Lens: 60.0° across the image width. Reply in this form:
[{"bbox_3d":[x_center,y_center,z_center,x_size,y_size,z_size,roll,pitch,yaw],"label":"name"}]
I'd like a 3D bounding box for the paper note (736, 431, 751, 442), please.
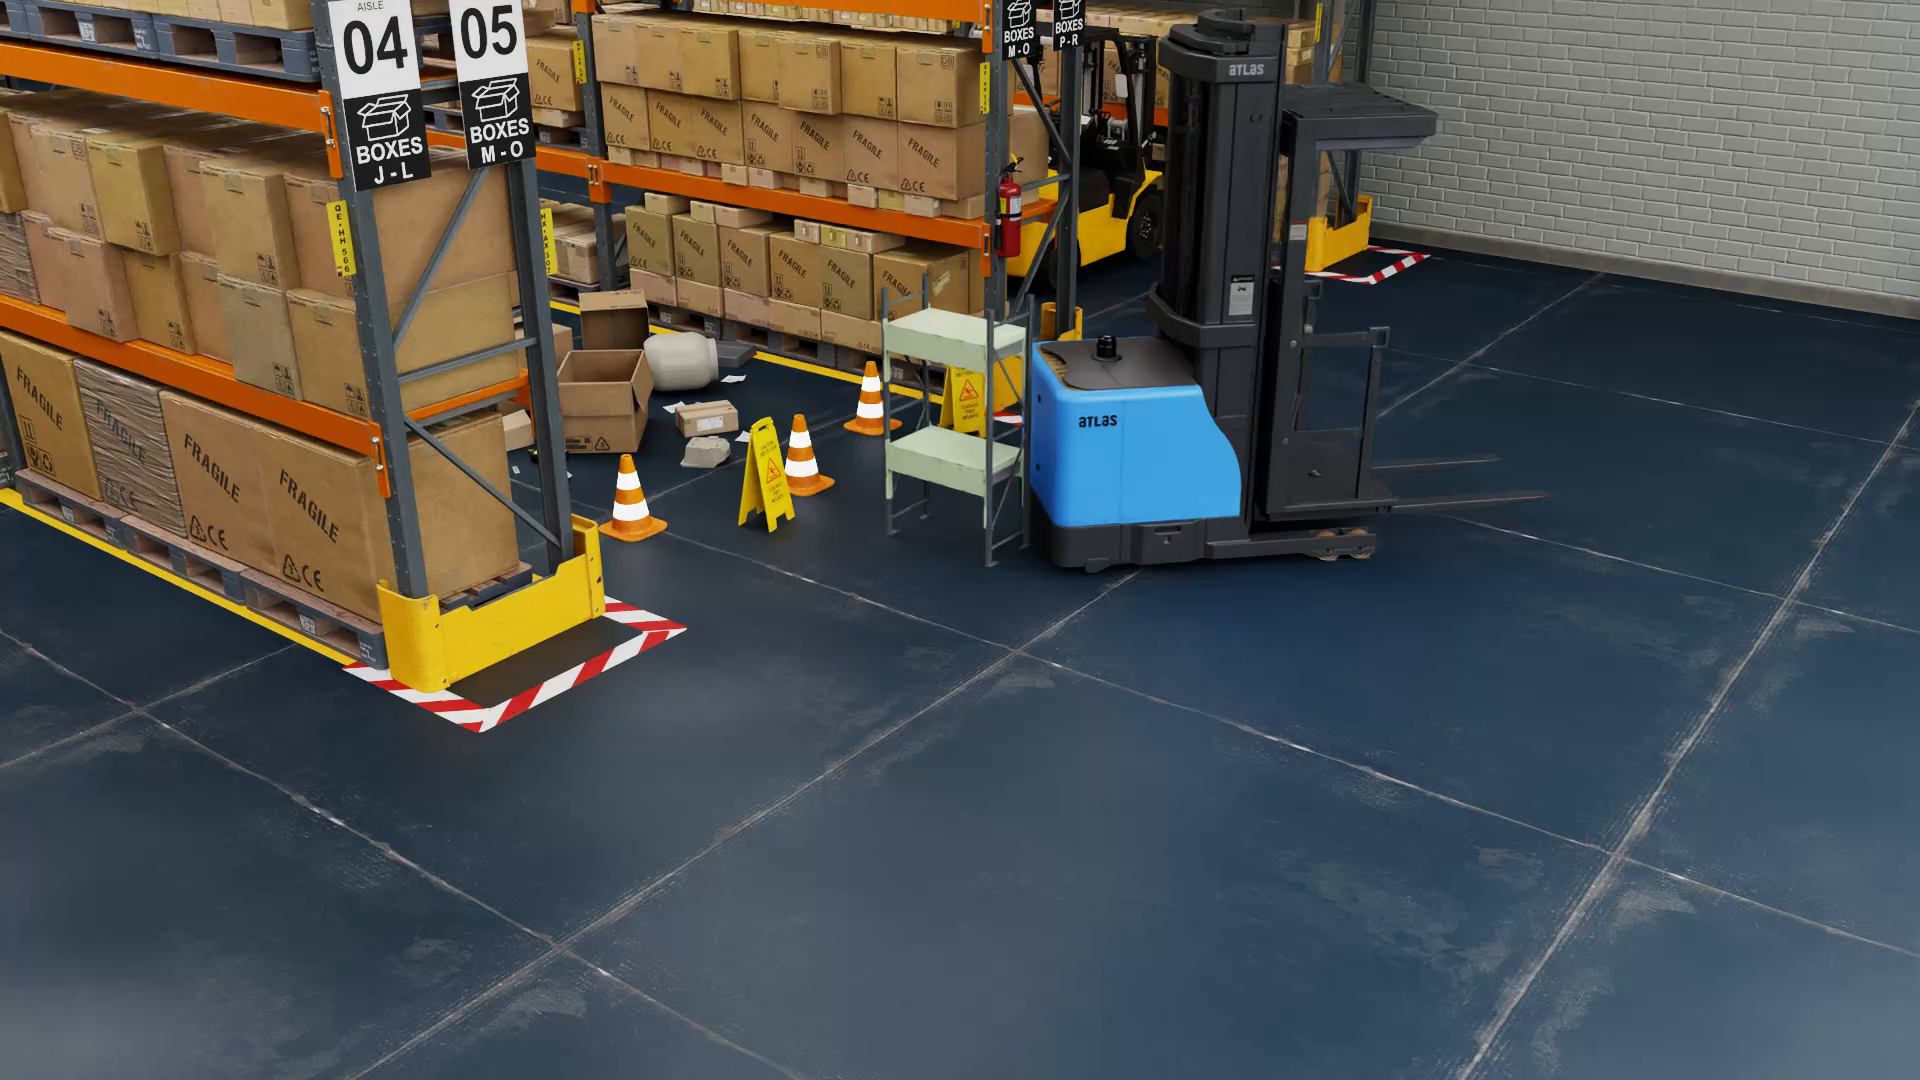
[{"bbox_3d":[-1.437,-0.704,11.310,0.142,0.019,0.148,7,25,15],"label":"paper note"}]

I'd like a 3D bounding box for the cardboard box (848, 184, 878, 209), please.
[{"bbox_3d":[-0.600,-2.529,12.082,0.250,0.149,0.380,17,29,34],"label":"cardboard box"}]

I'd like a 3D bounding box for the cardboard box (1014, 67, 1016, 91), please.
[{"bbox_3d":[0.485,-4.900,17.027,0.500,0.500,0.500,16,28,32],"label":"cardboard box"}]

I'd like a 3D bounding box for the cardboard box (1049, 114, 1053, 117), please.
[{"bbox_3d":[0.796,-4.381,17.621,0.500,0.250,0.500,17,29,34],"label":"cardboard box"}]

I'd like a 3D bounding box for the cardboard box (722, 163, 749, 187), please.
[{"bbox_3d":[-1.610,-2.836,12.779,0.250,0.149,0.380,17,29,34],"label":"cardboard box"}]

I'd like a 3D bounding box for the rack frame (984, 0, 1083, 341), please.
[{"bbox_3d":[0.513,-2.476,11.650,0.127,3.000,1.000,17,29,33],"label":"rack frame"}]

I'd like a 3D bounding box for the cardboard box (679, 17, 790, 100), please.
[{"bbox_3d":[-1.684,-3.646,12.571,0.500,0.500,0.700,16,28,32],"label":"cardboard box"}]

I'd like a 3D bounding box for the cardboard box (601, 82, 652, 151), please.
[{"bbox_3d":[-2.503,-3.429,13.319,0.500,0.500,0.500,17,29,33],"label":"cardboard box"}]

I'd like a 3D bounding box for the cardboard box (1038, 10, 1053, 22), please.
[{"bbox_3d":[0.981,-5.163,16.451,0.250,0.149,0.380,18,29,34],"label":"cardboard box"}]

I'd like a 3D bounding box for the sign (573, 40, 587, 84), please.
[{"bbox_3d":[-3.018,-3.793,13.203,0.005,0.325,0.100,17,29,33],"label":"sign"}]

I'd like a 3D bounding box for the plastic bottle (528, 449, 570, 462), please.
[{"bbox_3d":[-2.726,-0.554,10.932,0.283,0.061,0.133,7,25,15],"label":"plastic bottle"}]

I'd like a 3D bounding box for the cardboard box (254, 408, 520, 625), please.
[{"bbox_3d":[-2.957,-0.217,8.637,0.875,0.875,0.875,17,29,34],"label":"cardboard box"}]

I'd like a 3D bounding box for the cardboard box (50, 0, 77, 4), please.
[{"bbox_3d":[-4.271,-2.752,8.222,0.250,0.149,0.380,17,29,34],"label":"cardboard box"}]

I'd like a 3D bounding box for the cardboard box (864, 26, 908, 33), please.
[{"bbox_3d":[-0.676,-5.364,17.771,0.500,0.250,0.500,16,28,32],"label":"cardboard box"}]

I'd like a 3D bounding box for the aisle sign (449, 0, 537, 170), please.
[{"bbox_3d":[-2.138,-2.124,7.626,0.004,0.787,0.394,17,29,33],"label":"aisle sign"}]

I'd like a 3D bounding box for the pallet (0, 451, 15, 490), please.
[{"bbox_3d":[-6.238,-0.708,11.095,1.213,0.211,1.003,17,29,33],"label":"pallet"}]

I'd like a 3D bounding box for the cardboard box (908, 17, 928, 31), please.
[{"bbox_3d":[-0.338,-5.456,17.484,0.250,0.149,0.380,16,29,33],"label":"cardboard box"}]

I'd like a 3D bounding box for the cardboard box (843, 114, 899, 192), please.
[{"bbox_3d":[-0.484,-2.823,11.944,0.500,0.500,0.500,17,29,33],"label":"cardboard box"}]

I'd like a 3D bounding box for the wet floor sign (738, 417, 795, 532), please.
[{"bbox_3d":[-1.164,-0.409,9.878,0.232,0.644,0.267,12,26,24],"label":"wet floor sign"}]

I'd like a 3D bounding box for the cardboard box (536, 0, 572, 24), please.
[{"bbox_3d":[-4.820,-6.714,20.623,0.500,0.500,0.700,17,29,33],"label":"cardboard box"}]

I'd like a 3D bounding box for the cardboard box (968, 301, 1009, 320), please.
[{"bbox_3d":[0.034,-1.694,12.765,0.500,0.250,0.500,17,29,33],"label":"cardboard box"}]

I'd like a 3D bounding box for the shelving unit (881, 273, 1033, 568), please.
[{"bbox_3d":[-0.019,-0.685,9.444,0.755,1.500,0.431,17,29,34],"label":"shelving unit"}]

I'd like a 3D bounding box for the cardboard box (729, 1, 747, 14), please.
[{"bbox_3d":[-2.401,-6.066,18.868,0.250,0.149,0.380,18,29,35],"label":"cardboard box"}]

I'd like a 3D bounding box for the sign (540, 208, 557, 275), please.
[{"bbox_3d":[-2.037,-1.465,8.182,0.005,0.325,0.100,17,29,33],"label":"sign"}]

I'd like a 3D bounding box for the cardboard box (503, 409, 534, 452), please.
[{"bbox_3d":[-3.095,-0.749,11.121,0.396,0.266,0.258,-21,31,-39],"label":"cardboard box"}]

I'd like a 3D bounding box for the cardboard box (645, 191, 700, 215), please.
[{"bbox_3d":[-2.313,-2.738,13.399,0.250,0.149,0.380,17,29,34],"label":"cardboard box"}]

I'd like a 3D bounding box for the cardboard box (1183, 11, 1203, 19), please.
[{"bbox_3d":[2.372,-5.056,16.208,0.250,0.149,0.380,16,28,32],"label":"cardboard box"}]

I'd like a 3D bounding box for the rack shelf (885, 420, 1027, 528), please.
[{"bbox_3d":[-0.019,-0.386,9.575,0.720,0.370,0.431,17,29,34],"label":"rack shelf"}]

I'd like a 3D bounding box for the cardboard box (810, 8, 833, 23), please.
[{"bbox_3d":[-1.419,-5.738,18.124,0.250,0.149,0.380,16,28,32],"label":"cardboard box"}]

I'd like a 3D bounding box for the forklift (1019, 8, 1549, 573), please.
[{"bbox_3d":[1.920,-1.426,9.352,3.031,2.935,1.130,-4,24,-9],"label":"forklift"}]

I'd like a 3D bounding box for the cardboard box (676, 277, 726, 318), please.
[{"bbox_3d":[-1.943,-2.022,13.508,0.500,0.250,0.500,19,30,36],"label":"cardboard box"}]

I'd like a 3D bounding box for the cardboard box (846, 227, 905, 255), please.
[{"bbox_3d":[-0.618,-2.227,12.238,0.250,0.149,0.380,18,29,35],"label":"cardboard box"}]

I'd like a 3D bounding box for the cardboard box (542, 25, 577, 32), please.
[{"bbox_3d":[-3.679,-4.268,14.703,0.500,0.500,0.500,17,29,33],"label":"cardboard box"}]

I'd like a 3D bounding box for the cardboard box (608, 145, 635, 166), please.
[{"bbox_3d":[-2.628,-3.149,13.488,0.250,0.149,0.380,17,29,33],"label":"cardboard box"}]

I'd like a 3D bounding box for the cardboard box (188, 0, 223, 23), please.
[{"bbox_3d":[-3.251,-2.444,7.524,0.250,0.149,0.380,17,29,34],"label":"cardboard box"}]

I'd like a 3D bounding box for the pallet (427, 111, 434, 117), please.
[{"bbox_3d":[-5.254,-4.185,15.766,1.003,0.211,1.213,17,29,33],"label":"pallet"}]

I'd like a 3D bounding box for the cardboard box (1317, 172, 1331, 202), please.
[{"bbox_3d":[3.236,-3.422,16.066,0.500,0.250,0.500,17,29,34],"label":"cardboard box"}]

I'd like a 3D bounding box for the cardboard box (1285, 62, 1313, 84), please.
[{"bbox_3d":[2.936,-4.159,15.344,0.500,0.500,0.500,16,28,32],"label":"cardboard box"}]

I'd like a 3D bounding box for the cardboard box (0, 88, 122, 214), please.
[{"bbox_3d":[-5.301,-2.284,9.689,0.550,0.550,0.875,17,29,33],"label":"cardboard box"}]

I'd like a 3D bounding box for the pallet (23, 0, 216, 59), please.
[{"bbox_3d":[-3.955,-2.658,8.451,1.213,0.211,1.003,17,29,33],"label":"pallet"}]

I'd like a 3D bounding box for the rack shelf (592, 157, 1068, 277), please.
[{"bbox_3d":[-1.087,-2.631,12.892,4.000,0.370,1.077,17,29,33],"label":"rack shelf"}]

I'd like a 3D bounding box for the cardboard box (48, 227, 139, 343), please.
[{"bbox_3d":[-4.458,-1.511,9.273,0.550,0.550,0.875,17,29,33],"label":"cardboard box"}]

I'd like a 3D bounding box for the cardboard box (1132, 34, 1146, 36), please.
[{"bbox_3d":[1.855,-4.806,16.010,0.250,0.149,0.380,17,29,33],"label":"cardboard box"}]

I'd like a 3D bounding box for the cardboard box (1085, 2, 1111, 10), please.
[{"bbox_3d":[1.357,-5.371,16.922,0.250,0.149,0.380,16,28,32],"label":"cardboard box"}]

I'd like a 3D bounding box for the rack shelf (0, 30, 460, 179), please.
[{"bbox_3d":[-3.975,-2.382,8.607,4.000,0.370,1.077,17,29,33],"label":"rack shelf"}]

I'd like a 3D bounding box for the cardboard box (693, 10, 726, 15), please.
[{"bbox_3d":[-2.721,-5.979,19.166,0.500,0.250,0.500,17,29,33],"label":"cardboard box"}]

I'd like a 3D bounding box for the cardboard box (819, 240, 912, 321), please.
[{"bbox_3d":[-0.704,-1.988,12.501,0.500,0.500,0.500,18,30,35],"label":"cardboard box"}]

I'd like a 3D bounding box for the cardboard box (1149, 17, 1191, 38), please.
[{"bbox_3d":[1.993,-4.852,15.745,0.250,0.149,0.380,17,29,34],"label":"cardboard box"}]

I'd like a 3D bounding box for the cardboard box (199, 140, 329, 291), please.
[{"bbox_3d":[-3.144,-1.623,8.188,0.550,0.550,0.875,17,29,33],"label":"cardboard box"}]

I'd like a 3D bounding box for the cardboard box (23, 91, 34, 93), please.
[{"bbox_3d":[-11.702,-5.238,20.574,0.875,0.438,0.875,16,28,32],"label":"cardboard box"}]

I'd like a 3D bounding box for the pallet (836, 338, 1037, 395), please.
[{"bbox_3d":[-0.176,-1.426,12.725,1.213,0.211,1.003,17,29,33],"label":"pallet"}]

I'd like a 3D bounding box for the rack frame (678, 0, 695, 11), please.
[{"bbox_3d":[-2.914,-6.013,19.677,0.127,3.000,1.000,17,29,33],"label":"rack frame"}]
